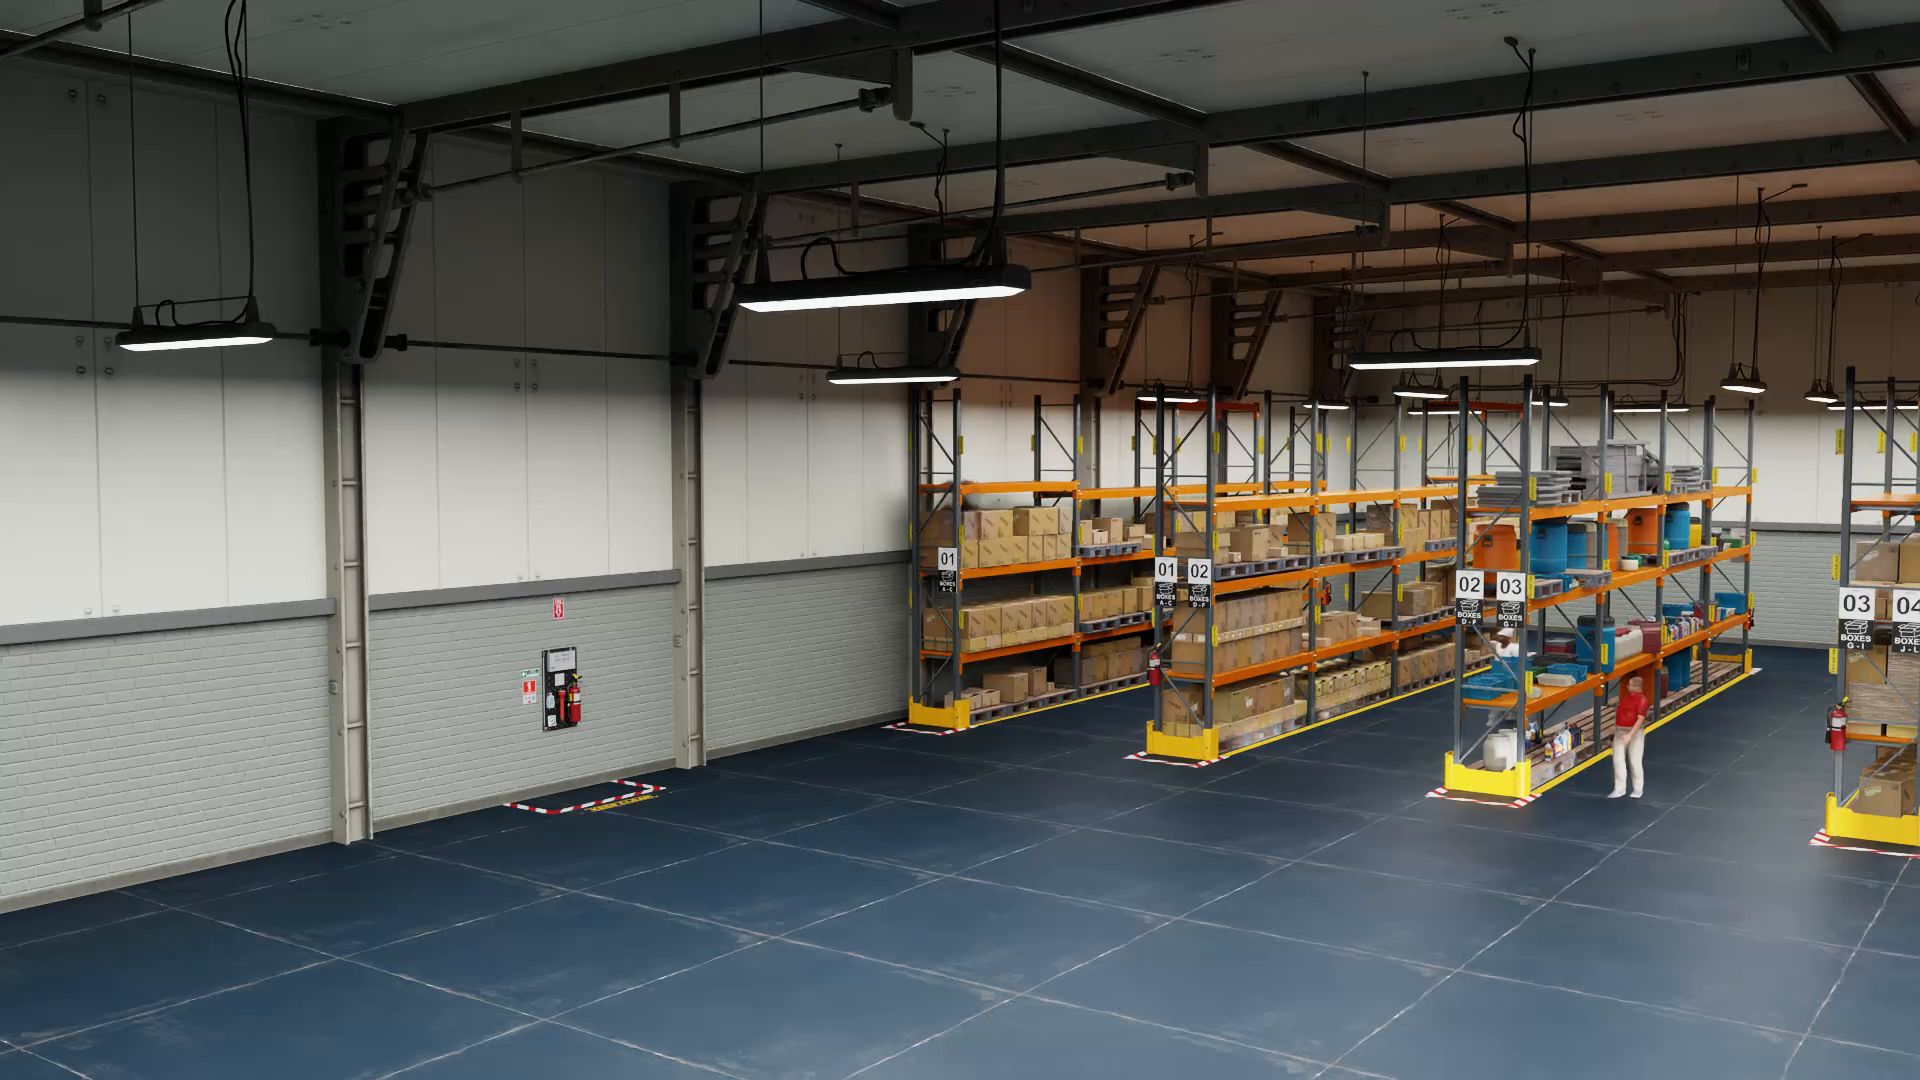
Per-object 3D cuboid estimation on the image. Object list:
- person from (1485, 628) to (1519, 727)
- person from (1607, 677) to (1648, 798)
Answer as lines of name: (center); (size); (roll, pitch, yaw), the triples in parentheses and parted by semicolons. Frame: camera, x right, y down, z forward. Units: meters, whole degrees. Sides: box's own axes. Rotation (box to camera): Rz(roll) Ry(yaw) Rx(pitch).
person: (9.798, 2.447, 29.843); (0.570, 1.746, 1.003); (3, 4, 38)
person: (9.484, 2.823, 23.596); (0.588, 1.766, 0.533); (-2, 4, -34)
